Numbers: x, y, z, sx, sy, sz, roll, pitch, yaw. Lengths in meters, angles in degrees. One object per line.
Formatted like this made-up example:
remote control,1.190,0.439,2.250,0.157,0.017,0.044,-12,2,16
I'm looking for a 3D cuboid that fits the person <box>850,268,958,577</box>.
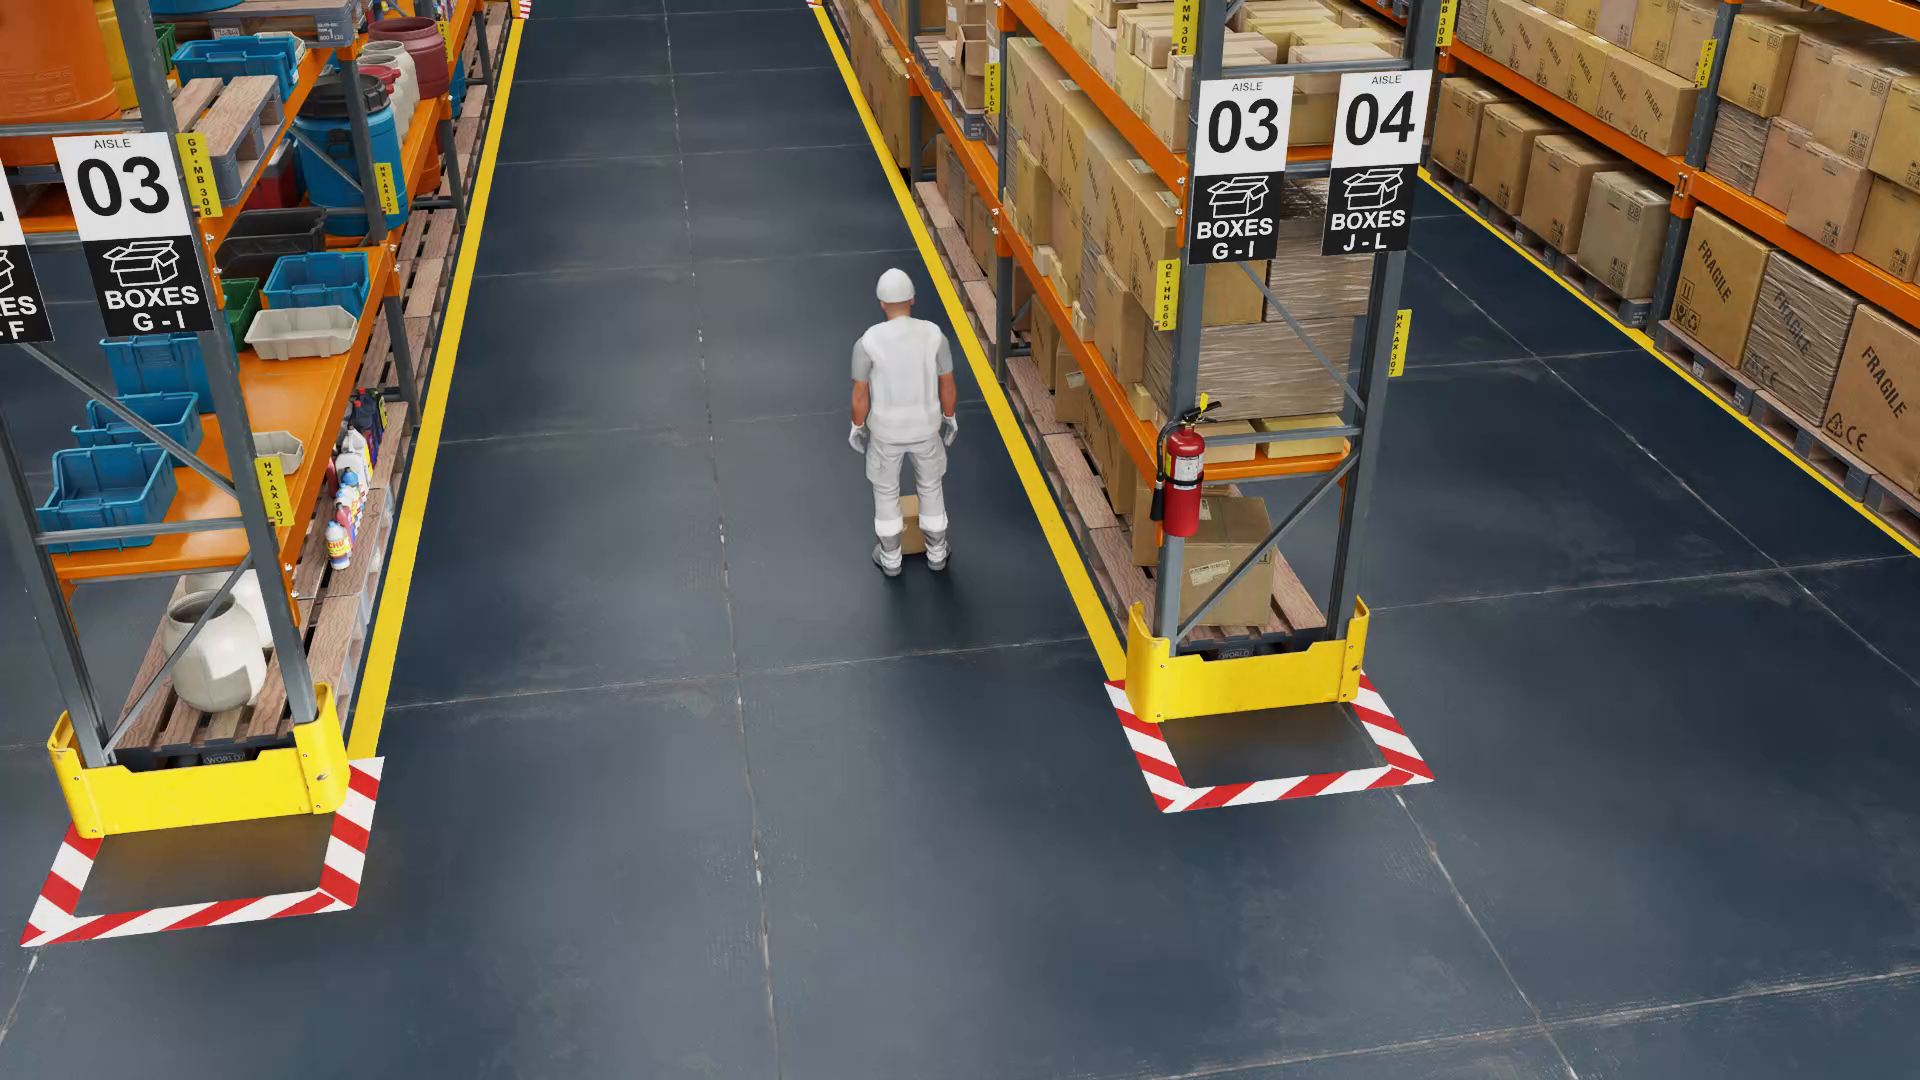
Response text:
person,-0.309,-0.632,9.201,0.609,1.779,0.454,-5,31,-9
